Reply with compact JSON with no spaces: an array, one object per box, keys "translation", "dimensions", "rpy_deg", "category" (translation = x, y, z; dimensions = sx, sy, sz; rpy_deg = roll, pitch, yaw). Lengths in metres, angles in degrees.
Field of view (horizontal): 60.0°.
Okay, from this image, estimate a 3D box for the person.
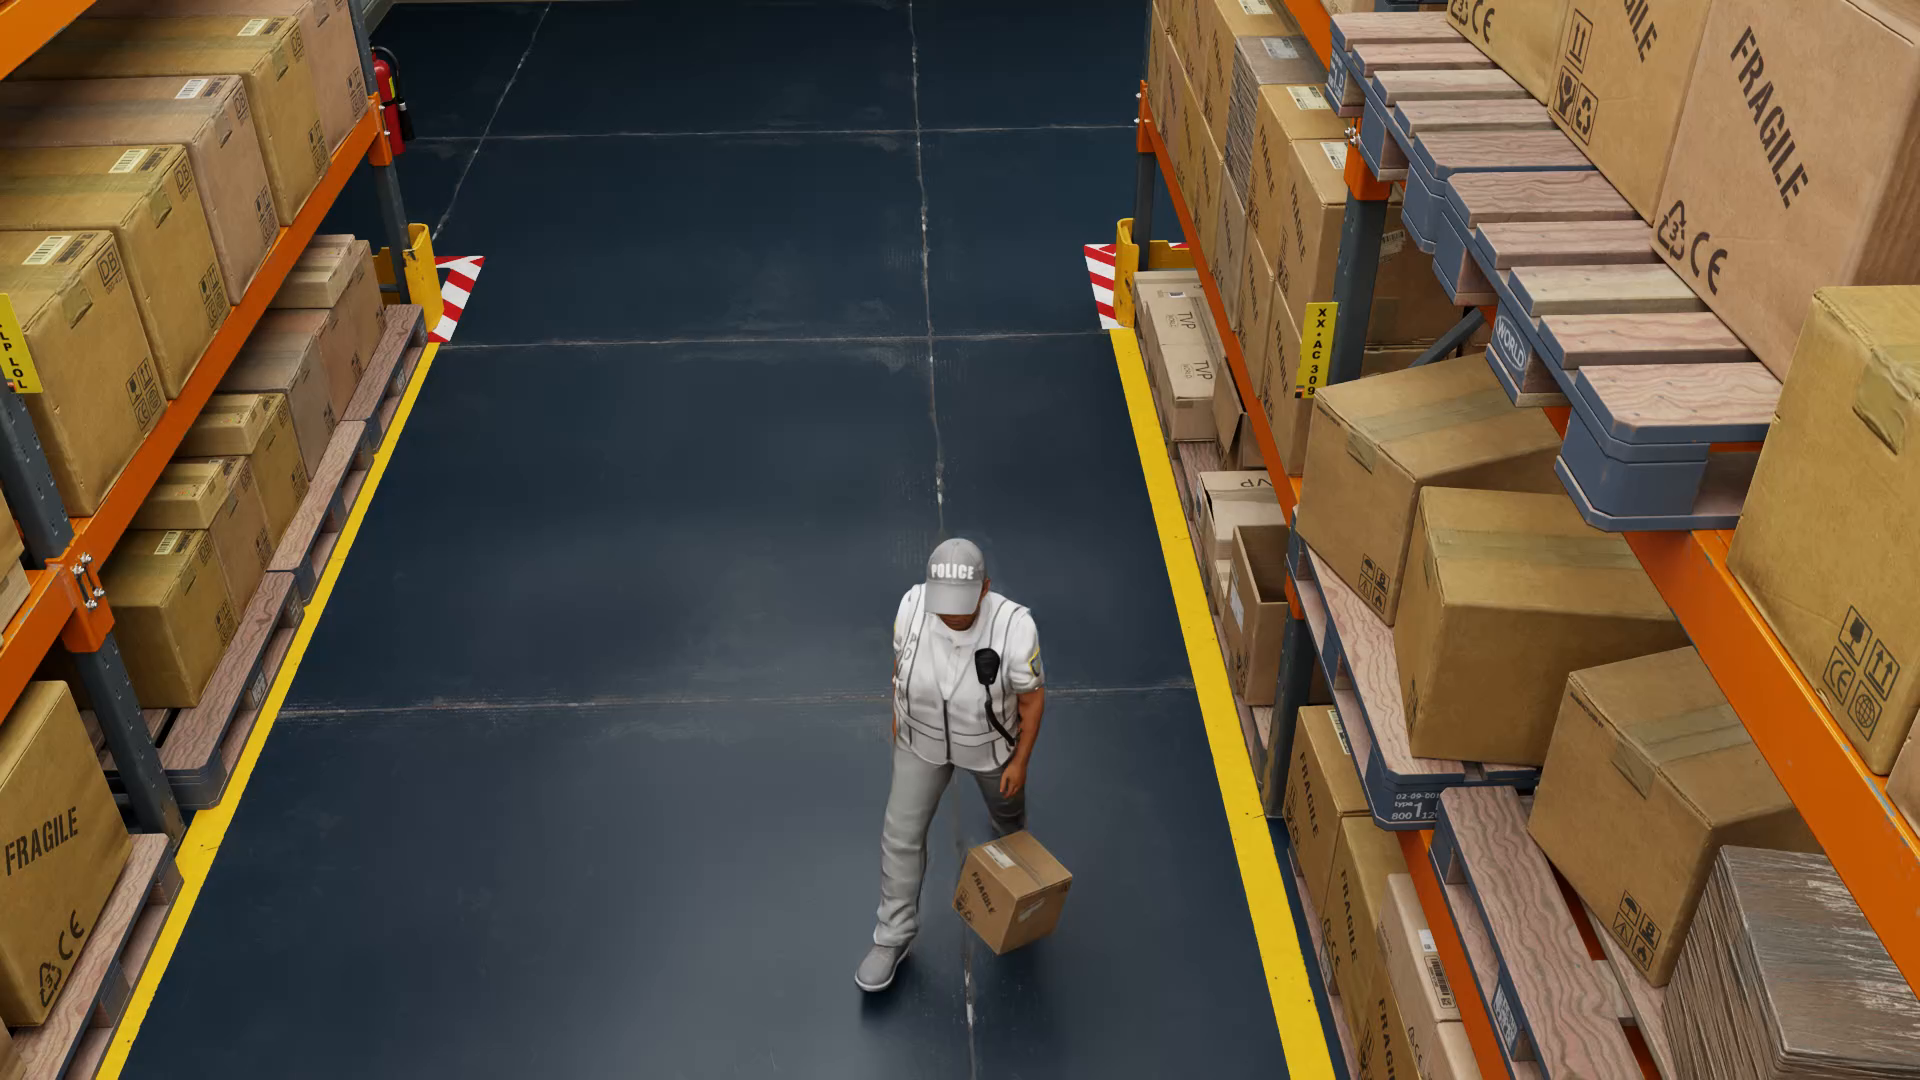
[{"translation":[0.006,0.636,5.271],"dimensions":[0.526,1.612,0.923],"rpy_deg":[8,36,11],"category":"person"}]
